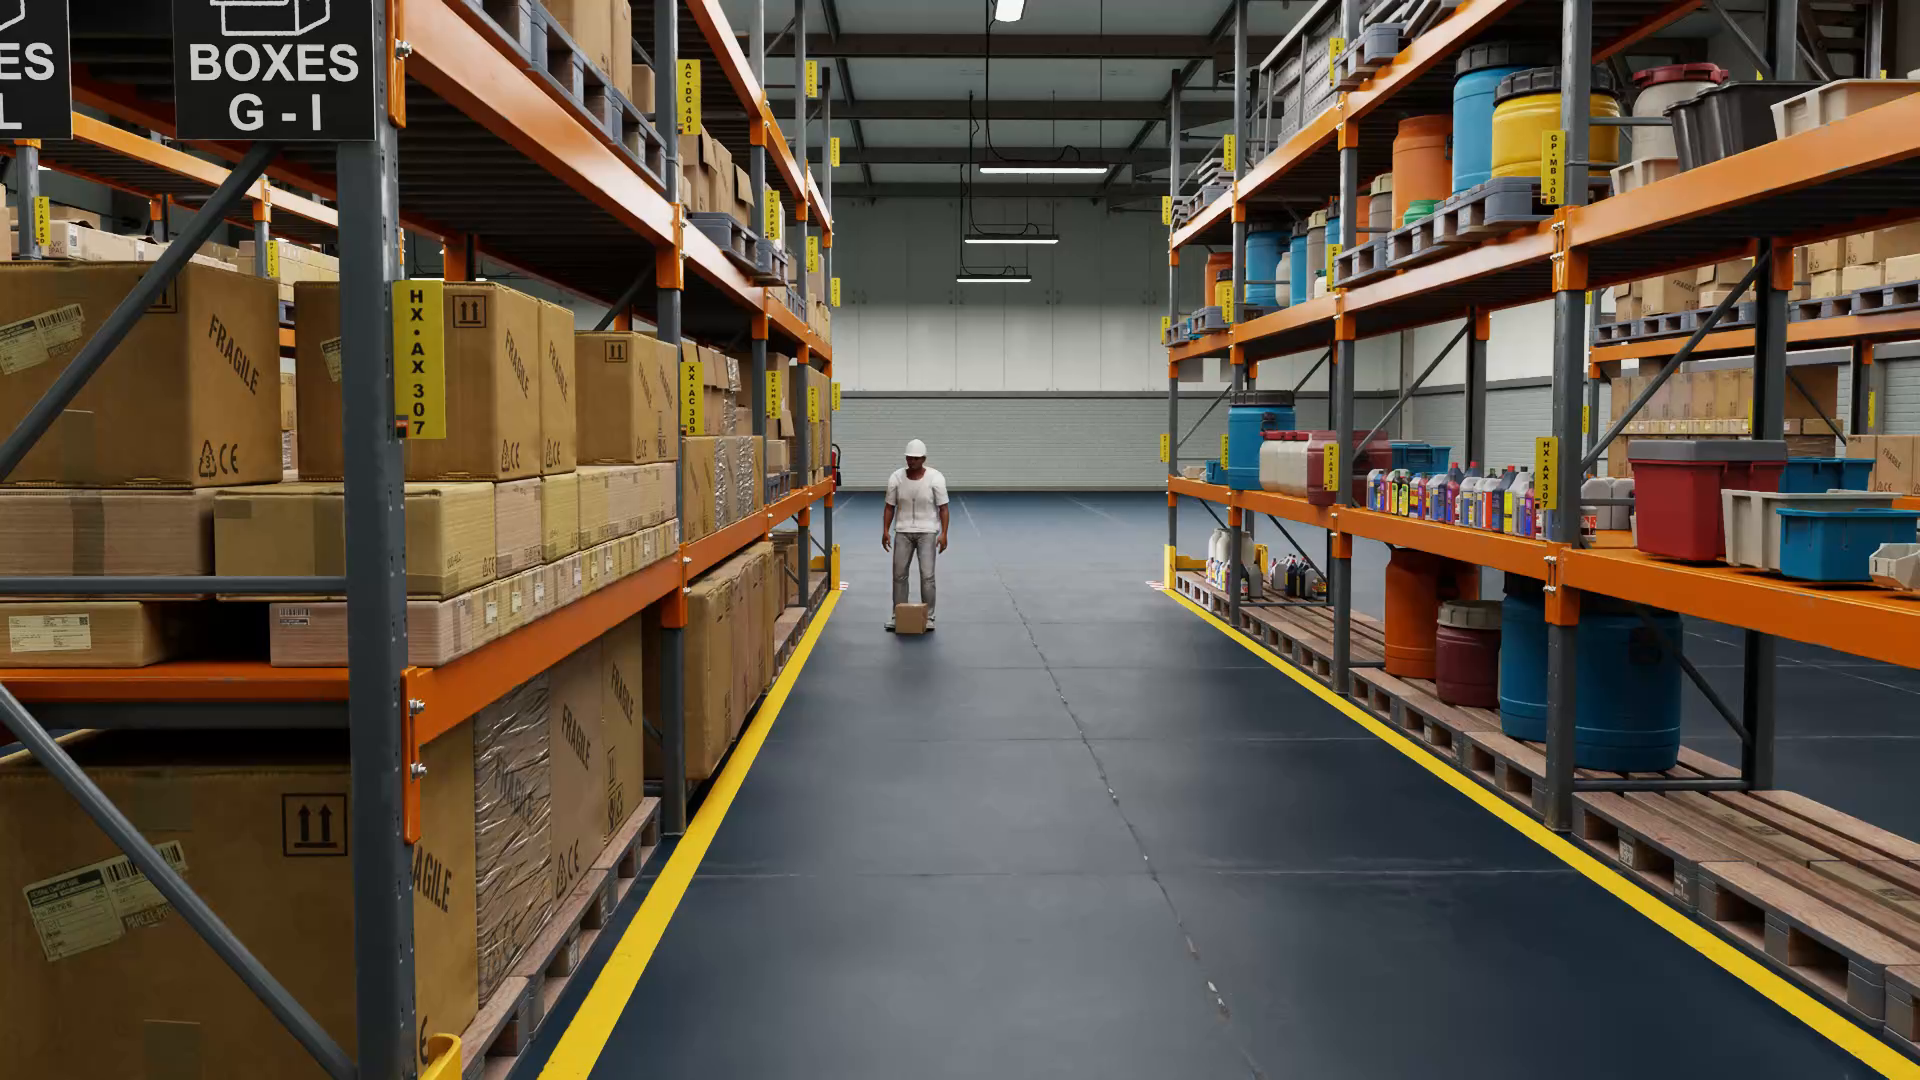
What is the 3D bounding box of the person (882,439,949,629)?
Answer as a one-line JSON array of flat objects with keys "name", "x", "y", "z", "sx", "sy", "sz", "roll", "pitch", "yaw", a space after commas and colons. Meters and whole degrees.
[{"name": "person", "x": -0.418, "y": -0.051, "z": 15.393, "sx": 0.626, "sy": 1.760, "sz": 0.461, "roll": 1, "pitch": 4, "yaw": 12}]
